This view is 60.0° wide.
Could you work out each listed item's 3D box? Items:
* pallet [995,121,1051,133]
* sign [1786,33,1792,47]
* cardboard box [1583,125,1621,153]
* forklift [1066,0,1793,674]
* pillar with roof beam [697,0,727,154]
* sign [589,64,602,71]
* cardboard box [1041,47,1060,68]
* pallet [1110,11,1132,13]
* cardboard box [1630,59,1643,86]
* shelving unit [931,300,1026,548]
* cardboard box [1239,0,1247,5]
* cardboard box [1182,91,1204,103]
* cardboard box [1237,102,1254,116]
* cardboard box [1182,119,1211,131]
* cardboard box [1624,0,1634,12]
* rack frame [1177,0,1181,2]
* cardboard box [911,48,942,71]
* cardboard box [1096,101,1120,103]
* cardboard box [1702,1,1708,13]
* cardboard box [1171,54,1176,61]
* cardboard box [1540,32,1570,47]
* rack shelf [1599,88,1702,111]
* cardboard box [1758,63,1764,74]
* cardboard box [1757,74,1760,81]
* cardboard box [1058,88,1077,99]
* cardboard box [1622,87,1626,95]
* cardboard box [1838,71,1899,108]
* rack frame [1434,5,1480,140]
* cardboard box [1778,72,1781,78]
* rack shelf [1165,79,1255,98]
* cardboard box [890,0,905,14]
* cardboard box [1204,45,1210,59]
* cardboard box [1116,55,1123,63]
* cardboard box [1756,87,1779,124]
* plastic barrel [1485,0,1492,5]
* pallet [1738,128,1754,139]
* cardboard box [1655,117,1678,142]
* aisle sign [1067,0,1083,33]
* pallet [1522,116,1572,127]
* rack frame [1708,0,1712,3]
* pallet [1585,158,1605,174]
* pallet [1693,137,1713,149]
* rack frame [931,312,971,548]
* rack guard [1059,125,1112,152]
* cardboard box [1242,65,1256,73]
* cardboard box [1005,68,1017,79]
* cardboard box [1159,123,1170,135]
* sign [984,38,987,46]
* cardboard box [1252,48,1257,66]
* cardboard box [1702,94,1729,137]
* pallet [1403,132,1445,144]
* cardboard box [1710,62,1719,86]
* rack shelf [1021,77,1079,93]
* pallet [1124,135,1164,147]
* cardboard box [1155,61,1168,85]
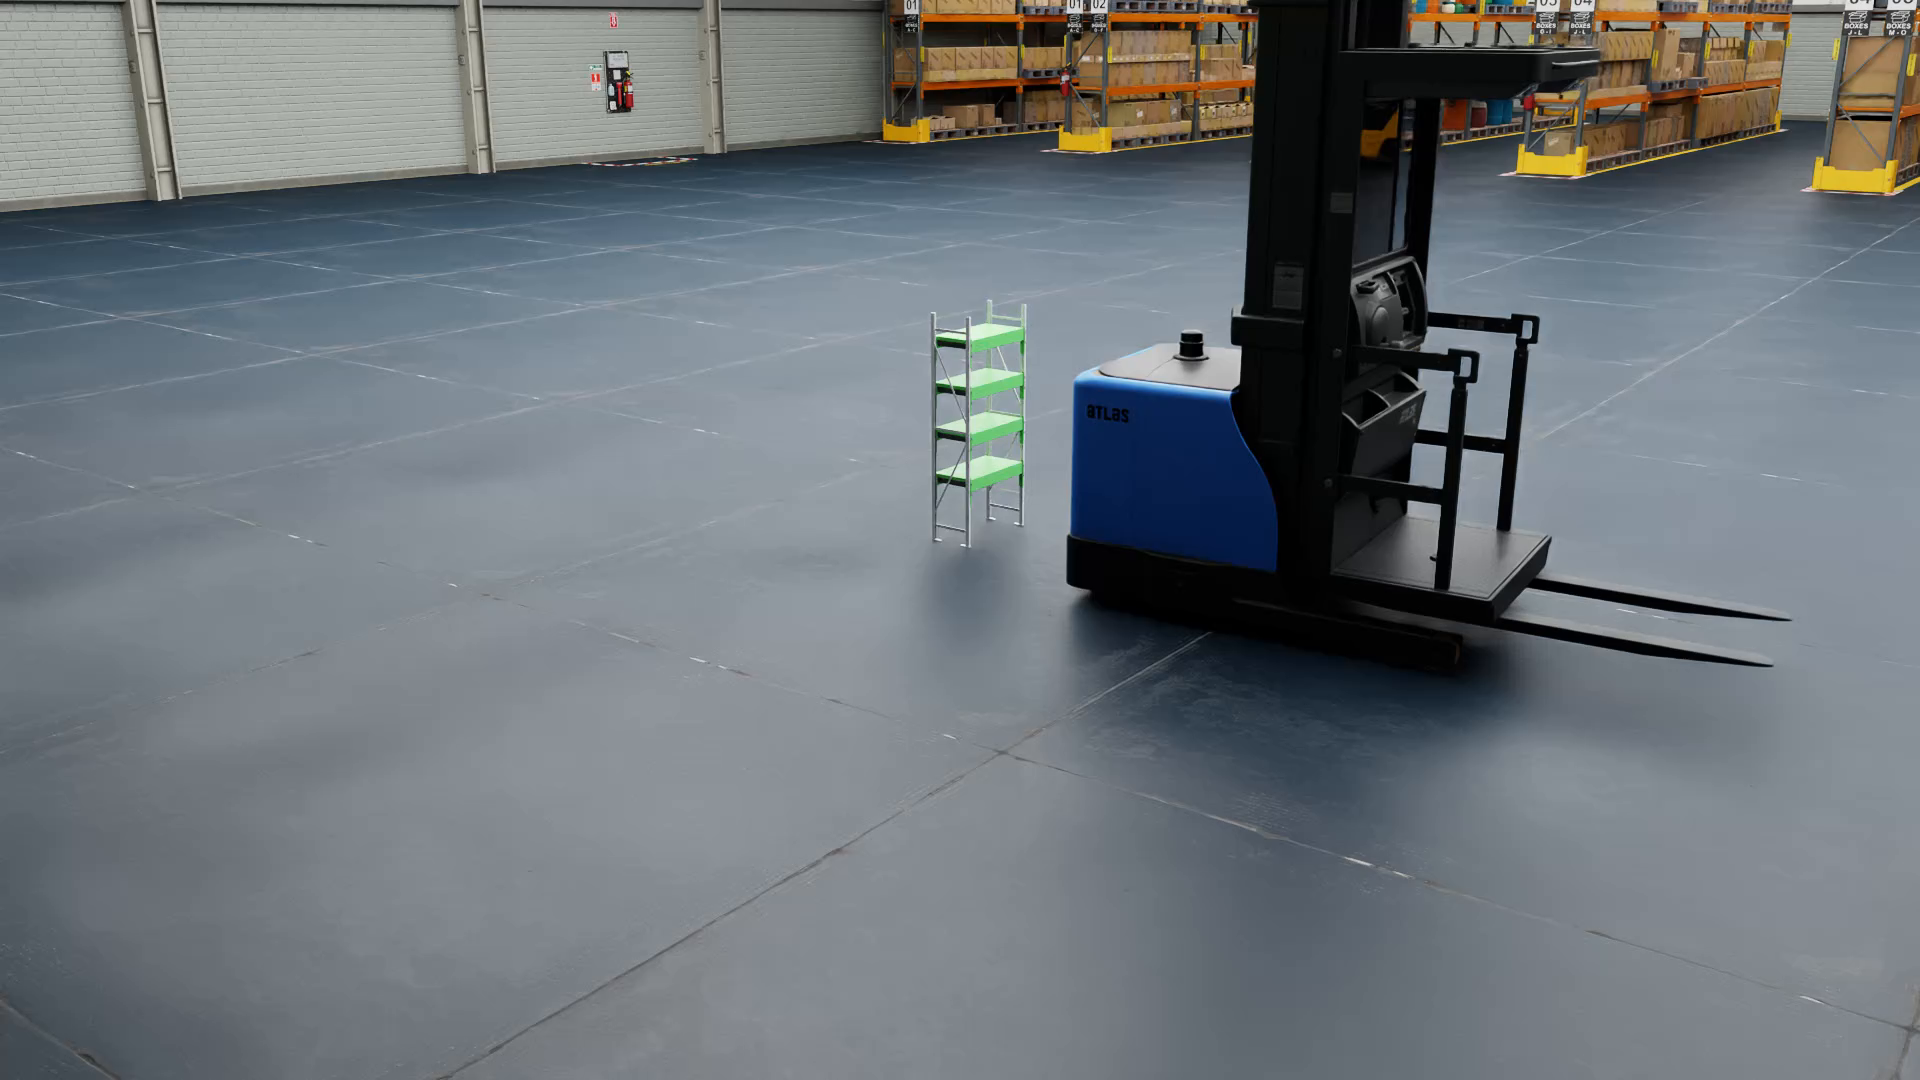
[{"bbox_3d":[1.555,-10.478,42.130,1.003,0.211,1.213,12,21,35],"label":"pallet"},{"bbox_3d":[20.604,-12.424,41.340,0.100,0.325,0.005,12,21,35],"label":"sign"},{"bbox_3d":[12.421,-7.779,32.244,0.500,0.500,0.500,-12,21,-33],"label":"cardboard box"},{"bbox_3d":[2.027,-1.020,7.087,3.031,2.935,1.130,10,20,30],"label":"forklift"},{"bbox_3d":[-1.686,-11.667,31.139,9.100,9.000,0.400,12,21,35],"label":"pillar with roof beam"},{"bbox_3d":[-7.049,-9.137,32.154,0.001,0.109,0.331,12,21,35],"label":"sign"},{"bbox_3d":[2.129,-12.292,42.357,0.700,0.500,0.500,16,24,42],"label":"cardboard box"},{"bbox_3d":[3.817,-14.082,44.294,1.213,0.211,1.003,14,22,37],"label":"pallet"},{"bbox_3d":[12.709,-9.092,32.294,0.875,0.500,0.500,12,21,35],"label":"cardboard box"},{"bbox_3d":[0.099,-0.612,8.693,0.258,1.200,0.503,12,21,35],"label":"shelving unit"},{"bbox_3d":[6.583,-12.884,39.661,0.500,0.250,0.500,12,21,34],"label":"cardboard box"},{"bbox_3d":[6.689,-12.816,48.462,0.700,0.500,0.500,12,21,34],"label":"cardboard box"},{"bbox_3d":[7.038,-10.565,40.689,0.500,0.311,0.500,12,21,34],"label":"cardboard box"},{"bbox_3d":[5.512,-9.690,38.817,0.500,0.250,0.500,12,21,33],"label":"cardboard box"},{"bbox_3d":[12.045,-9.842,30.574,0.500,0.250,0.500,13,22,36],"label":"cardboard box"},{"bbox_3d":[5.859,-16.395,46.365,1.000,3.000,0.127,12,21,35],"label":"rack frame"},{"bbox_3d":[-0.765,-11.028,38.154,0.500,0.500,0.500,12,21,35],"label":"cardboard box"},{"bbox_3d":[3.354,-9.464,36.825,0.500,0.500,0.500,12,21,35],"label":"cardboard box"},{"bbox_3d":[15.324,-11.156,34.804,0.500,0.250,0.500,12,21,35],"label":"cardboard box"},{"bbox_3d":[4.624,-10.821,37.269,0.380,0.149,0.250,12,21,35],"label":"cardboard box"},{"bbox_3d":[10.772,-8.888,29.950,0.500,0.500,0.500,12,21,35],"label":"cardboard box"},{"bbox_3d":[14.218,-9.131,34.304,1.077,0.370,4.000,12,21,35],"label":"rack shelf"},{"bbox_3d":[18.888,-11.282,39.767,0.500,0.250,0.500,13,22,36],"label":"cardboard box"},{"bbox_3d":[18.857,-11.045,39.677,0.380,0.149,0.250,12,21,34],"label":"cardboard box"},{"bbox_3d":[2.699,-11.646,43.398,0.500,0.250,0.500,13,21,36],"label":"cardboard box"},{"bbox_3d":[12.350,-8.486,31.438,0.380,0.149,0.250,12,21,35],"label":"cardboard box"},{"bbox_3d":[14.751,-7.313,26.983,0.875,0.550,0.550,12,21,35],"label":"cardboard box"},{"bbox_3d":[11.432,-10.827,38.549,1.000,3.000,0.127,12,21,35],"label":"rack frame"},{"bbox_3d":[20.229,-11.594,41.444,0.380,0.149,0.250,13,21,36],"label":"cardboard box"},{"bbox_3d":[6.265,-10.883,39.944,1.077,0.370,4.000,12,21,35],"label":"rack shelf"},{"bbox_3d":[-1.246,-12.306,38.052,0.500,0.500,0.500,14,22,39],"label":"cardboard box"},{"bbox_3d":[6.635,-13.972,48.174,0.980,0.700,0.700,12,21,33],"label":"cardboard box"},{"bbox_3d":[3.252,-10.274,35.506,0.380,0.149,0.250,12,21,33],"label":"cardboard box"},{"bbox_3d":[19.860,-10.876,41.583,0.875,0.875,0.875,12,21,35],"label":"cardboard box"},{"bbox_3d":[12.248,-12.597,38.747,0.294,0.245,0.294,0,17,0],"label":"plastic barrel"},{"bbox_3d":[18.309,-9.740,39.751,1.003,0.211,1.213,12,21,35],"label":"pallet"},{"bbox_3d":[14.707,-8.670,35.078,0.700,0.500,0.500,10,20,30],"label":"cardboard box"},{"bbox_3d":[2.415,-11.075,34.966,0.394,0.787,0.004,12,21,35],"label":"aisle sign"},{"bbox_3d":[15.676,-11.211,44.488,1.003,0.211,1.213,12,21,35],"label":"pallet"},{"bbox_3d":[15.410,-12.816,34.841,1.000,3.000,0.127,12,21,35],"label":"rack frame"},{"bbox_3d":[11.201,-6.920,30.670,1.003,0.211,1.213,12,21,35],"label":"pallet"},{"bbox_3d":[15.940,-8.794,36.706,1.003,0.211,1.213,12,21,35],"label":"pallet"},{"bbox_3d":[-0.047,-0.554,8.506,0.240,1.200,0.015,12,21,35],"label":"rack frame"},{"bbox_3d":[2.675,-8.598,35.587,1.175,0.500,0.348,12,21,35],"label":"rack guard"},{"bbox_3d":[7.205,-11.581,41.130,0.500,0.311,0.500,14,22,38],"label":"cardboard box"},{"bbox_3d":[1.054,-11.396,40.602,0.500,0.250,0.500,12,21,35],"label":"cardboard box"},{"bbox_3d":[4.380,-9.249,37.399,0.500,0.250,0.500,12,21,35],"label":"cardboard box"},{"bbox_3d":[0.645,-12.275,41.260,0.100,0.325,0.005,12,21,35],"label":"sign"},{"bbox_3d":[7.741,-12.121,41.841,0.700,0.500,0.500,5,18,16],"label":"cardboard box"},{"bbox_3d":[16.375,-9.509,37.181,1.225,0.875,0.875,12,21,35],"label":"cardboard box"},{"bbox_3d":[10.212,-9.028,37.459,1.003,0.211,1.213,12,21,35],"label":"pallet"},{"bbox_3d":[16.223,-10.190,36.331,0.500,0.500,0.500,12,21,33],"label":"cardboard box"},{"bbox_3d":[2.284,-11.757,42.759,1.077,0.370,4.000,12,21,35],"label":"rack shelf"},{"bbox_3d":[3.839,-8.945,37.191,1.003,0.211,1.213,12,21,35],"label":"pallet"},{"bbox_3d":[4.203,-10.445,37.153,0.700,0.500,0.500,13,21,35],"label":"cardboard box"}]
